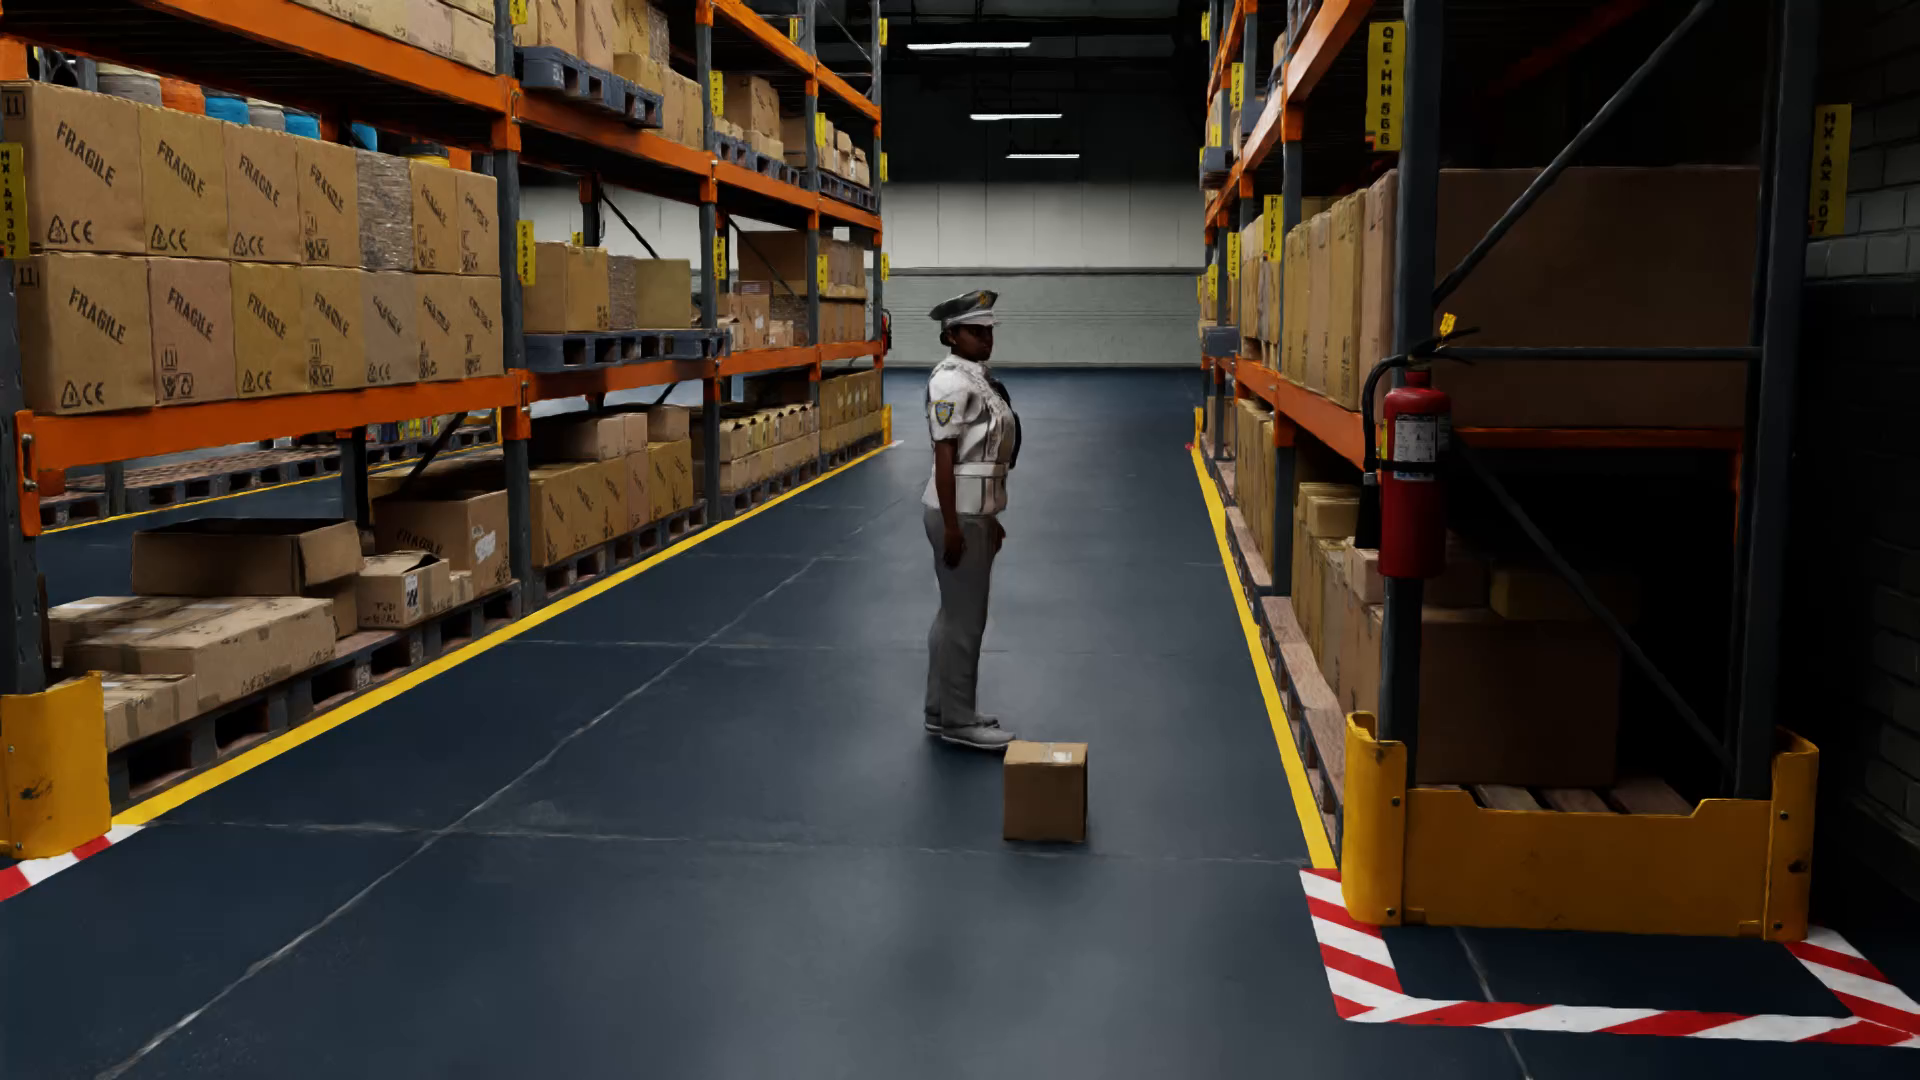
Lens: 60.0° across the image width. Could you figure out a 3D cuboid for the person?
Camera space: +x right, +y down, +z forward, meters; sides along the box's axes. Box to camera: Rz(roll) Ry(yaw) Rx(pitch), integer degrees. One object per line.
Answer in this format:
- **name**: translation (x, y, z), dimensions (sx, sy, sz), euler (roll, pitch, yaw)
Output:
- **person**: translation (0.052, -0.090, 6.232), dimensions (0.388, 1.685, 0.584), euler (2, 8, 11)
